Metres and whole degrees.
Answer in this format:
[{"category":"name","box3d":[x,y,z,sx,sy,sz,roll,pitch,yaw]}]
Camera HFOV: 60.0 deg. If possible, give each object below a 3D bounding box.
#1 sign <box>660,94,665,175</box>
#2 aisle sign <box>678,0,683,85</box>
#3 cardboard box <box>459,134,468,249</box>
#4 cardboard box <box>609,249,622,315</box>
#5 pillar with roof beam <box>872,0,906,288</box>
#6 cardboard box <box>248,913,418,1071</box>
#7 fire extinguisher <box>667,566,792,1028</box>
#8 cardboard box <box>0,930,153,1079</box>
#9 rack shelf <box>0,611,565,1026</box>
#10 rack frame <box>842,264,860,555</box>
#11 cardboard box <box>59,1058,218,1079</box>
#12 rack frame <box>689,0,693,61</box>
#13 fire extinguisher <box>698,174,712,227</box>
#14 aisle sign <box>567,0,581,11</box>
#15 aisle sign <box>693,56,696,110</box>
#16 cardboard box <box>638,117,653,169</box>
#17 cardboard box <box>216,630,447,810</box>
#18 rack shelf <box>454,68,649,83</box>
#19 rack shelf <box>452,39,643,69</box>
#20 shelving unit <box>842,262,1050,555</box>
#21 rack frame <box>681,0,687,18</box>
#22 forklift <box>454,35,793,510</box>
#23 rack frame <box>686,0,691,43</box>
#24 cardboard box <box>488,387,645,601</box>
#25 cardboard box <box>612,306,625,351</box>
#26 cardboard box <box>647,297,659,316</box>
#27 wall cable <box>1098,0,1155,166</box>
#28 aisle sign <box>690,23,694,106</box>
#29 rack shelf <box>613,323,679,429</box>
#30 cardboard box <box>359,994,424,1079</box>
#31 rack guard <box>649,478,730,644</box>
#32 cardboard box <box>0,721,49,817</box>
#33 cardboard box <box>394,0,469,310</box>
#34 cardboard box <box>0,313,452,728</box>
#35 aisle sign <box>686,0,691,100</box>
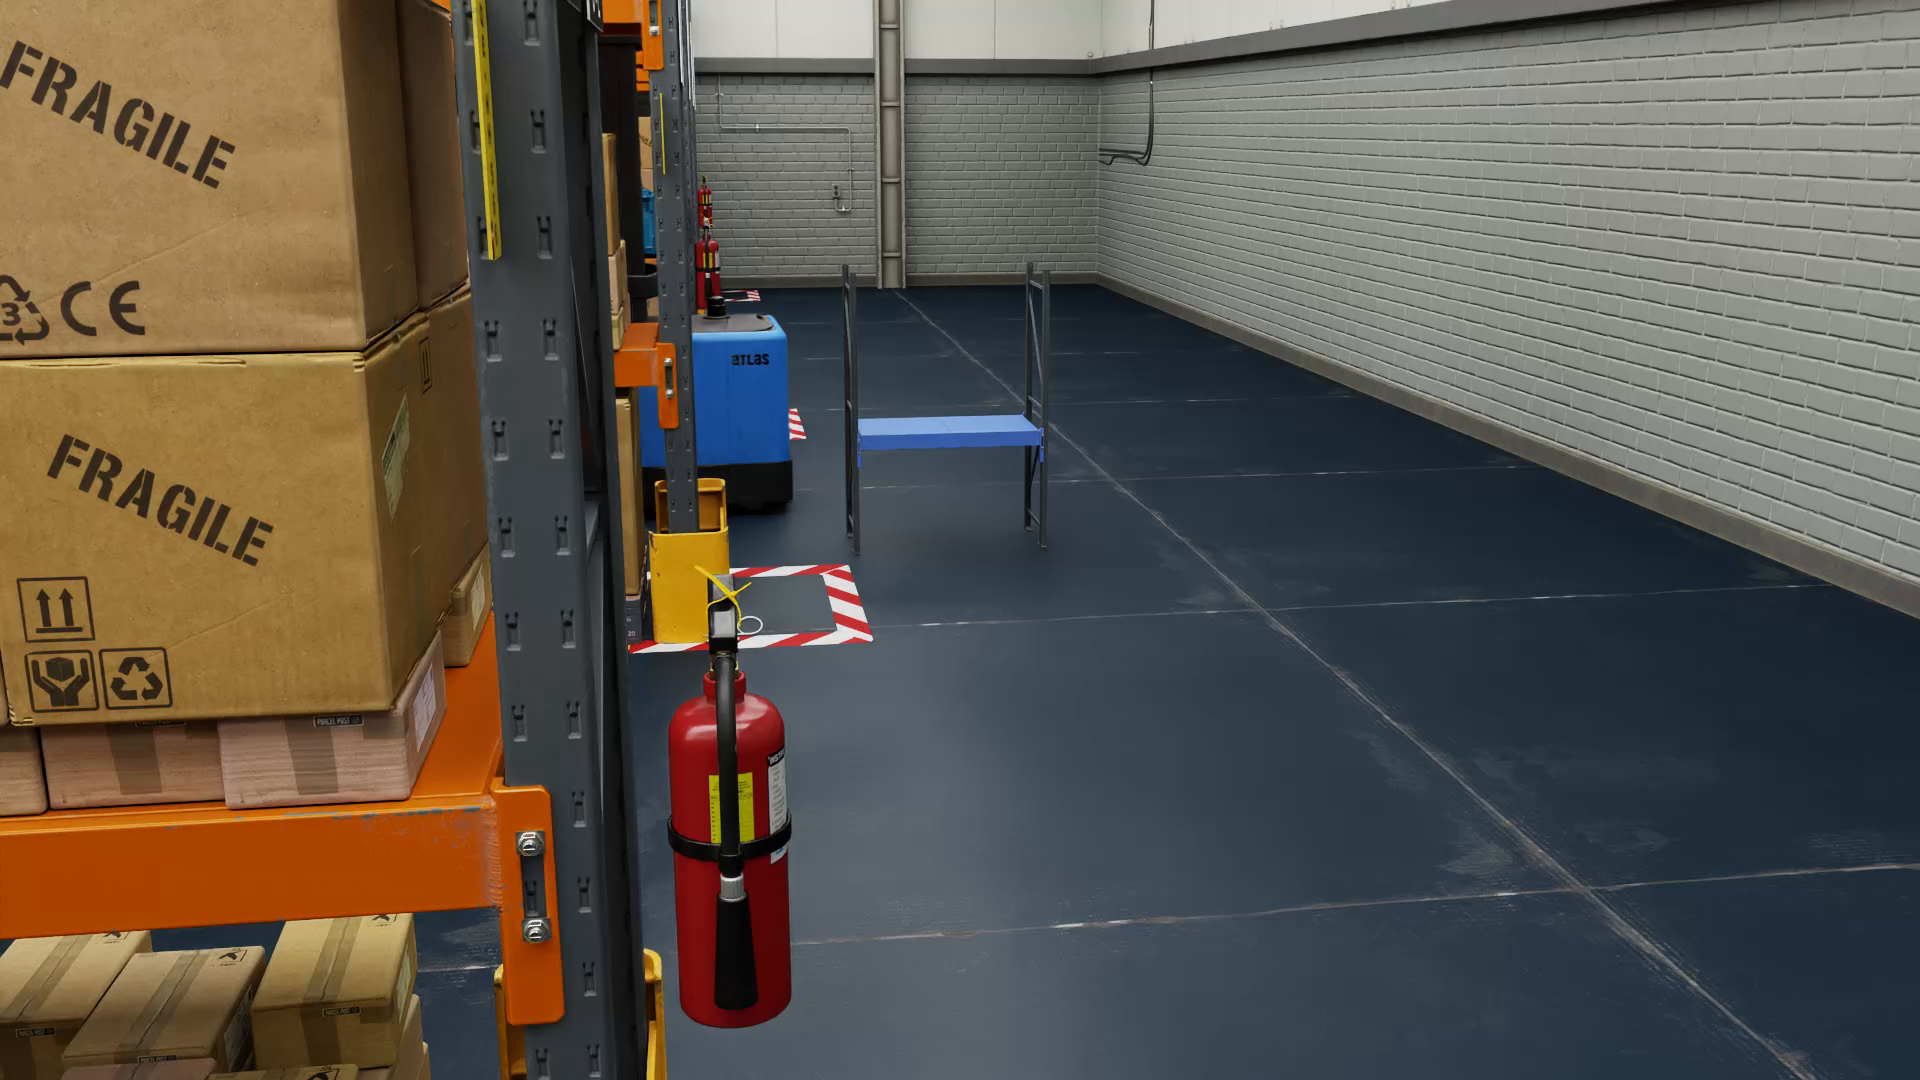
[{"category":"sign","box3d":[-1.232,-1.682,6.895,0.005,0.325,0.100,-2,14,-8]},{"category":"aisle sign","box3d":[-1.183,-2.328,6.993,0.004,0.787,0.394,-2,14,-8]},{"category":"cardboard box","box3d":[-2.309,-1.601,7.595,0.500,0.500,0.500,-2,14,-10]},{"category":"cardboard box","box3d":[-1.739,-1.127,7.244,0.500,0.250,0.500,-2,14,-9]},{"category":"pillar with roof beam","box3d":[-0.331,-6.891,18.201,0.400,9.000,9.100,-2,14,-8]},{"category":"cardboard box","box3d":[-1.229,0.888,3.288,0.250,0.149,0.380,-3,14,-11]},{"category":"fire extinguisher","box3d":[-0.342,0.381,2.463,0.183,0.674,0.296,-2,14,-8]},{"category":"cardboard box","box3d":[-1.752,0.905,3.220,0.250,0.149,0.380,-2,14,-8]},{"category":"rack shelf","box3d":[-2.638,0.482,2.613,4.000,0.370,1.077,-2,14,-8]},{"category":"rack frame","box3d":[-0.587,-0.706,8.954,0.032,1.500,0.500,-2,14,-8]},{"category":"cardboard box","box3d":[-1.403,1.026,2.737,0.250,0.149,0.380,-2,14,-7]},{"category":"rack frame","box3d":[-3.513,-7.621,21.110,0.127,3.000,1.000,-2,14,-8]},{"category":"fire extinguisher","box3d":[-3.295,-4.387,21.474,0.183,0.674,0.296,-2,14,-8]},{"category":"aisle sign","box3d":[-0.543,-1.131,2.221,0.004,0.787,0.394,-2,14,-8]},{"category":"aisle sign","box3d":[-3.397,-5.902,21.246,0.004,0.787,0.394,-2,14,-8]},{"category":"cardboard box","box3d":[-3.170,-3.971,16.627,0.500,0.500,0.500,-2,14,-9]},{"category":"cardboard box","box3d":[-0.941,0.262,2.527,0.250,0.149,0.380,-2,14,-8]},{"category":"rack shelf","box3d":[-4.749,-4.553,16.523,4.000,0.370,1.077,-2,14,-8]},{"category":"rack shelf","box3d":[-4.015,-3.361,11.771,4.000,0.370,1.077,-2,14,-8]},{"category":"shelving unit","box3d":[-0.084,-0.724,9.027,1.048,1.500,0.538,-2,14,-8]},{"category":"rack frame","box3d":[-2.037,-5.238,11.608,0.127,3.000,1.000,-2,14,-8]},{"category":"forklift","box3d":[-2.562,-1.636,9.719,3.031,2.935,1.130,-3,14,-10]},{"category":"rack frame","box3d":[-2.771,-6.429,16.359,0.127,3.000,1.000,-2,14,-8]},{"category":"cardboard box","box3d":[-1.920,-0.267,7.625,0.875,0.875,0.875,-2,14,-8]},{"category":"cardboard box","box3d":[-1.602,-0.922,7.250,0.250,0.149,0.380,-2,14,-7]},{"category":"cardboard box","box3d":[-3.272,-2.441,17.025,0.500,0.500,0.500,-2,14,-8]},{"category":"wall cable","box3d":[2.133,-6.234,21.962,0.112,2.526,3.097,-2,14,-8]},{"category":"aisle sign","box3d":[-2.658,-4.709,16.489,0.004,0.787,0.394,-2,14,-8]},{"category":"rack shelf","box3d":[-3.277,-0.715,7.385,4.000,0.370,1.077,-2,14,-8]},{"category":"cardboard box","box3d":[-1.217,1.052,3.245,0.250,0.149,0.380,-1,14,-6]},{"category":"rack guard","box3d":[-1.275,0.075,7.894,0.348,0.500,1.175,-2,14,-8]},{"category":"cardboard box","box3d":[-1.438,0.275,2.477,0.250,0.149,0.380,-2,14,-9]},{"category":"cardboard box","box3d":[-1.144,-0.665,2.835,0.500,0.500,0.500,-2,14,-9]},{"category":"cardboard box","box3d":[-1.066,-0.054,2.455,0.500,0.500,0.500,-2,14,-7]},{"category":"aisle sign","box3d":[-1.922,-3.521,11.751,0.004,0.787,0.394,-2,14,-8]}]
